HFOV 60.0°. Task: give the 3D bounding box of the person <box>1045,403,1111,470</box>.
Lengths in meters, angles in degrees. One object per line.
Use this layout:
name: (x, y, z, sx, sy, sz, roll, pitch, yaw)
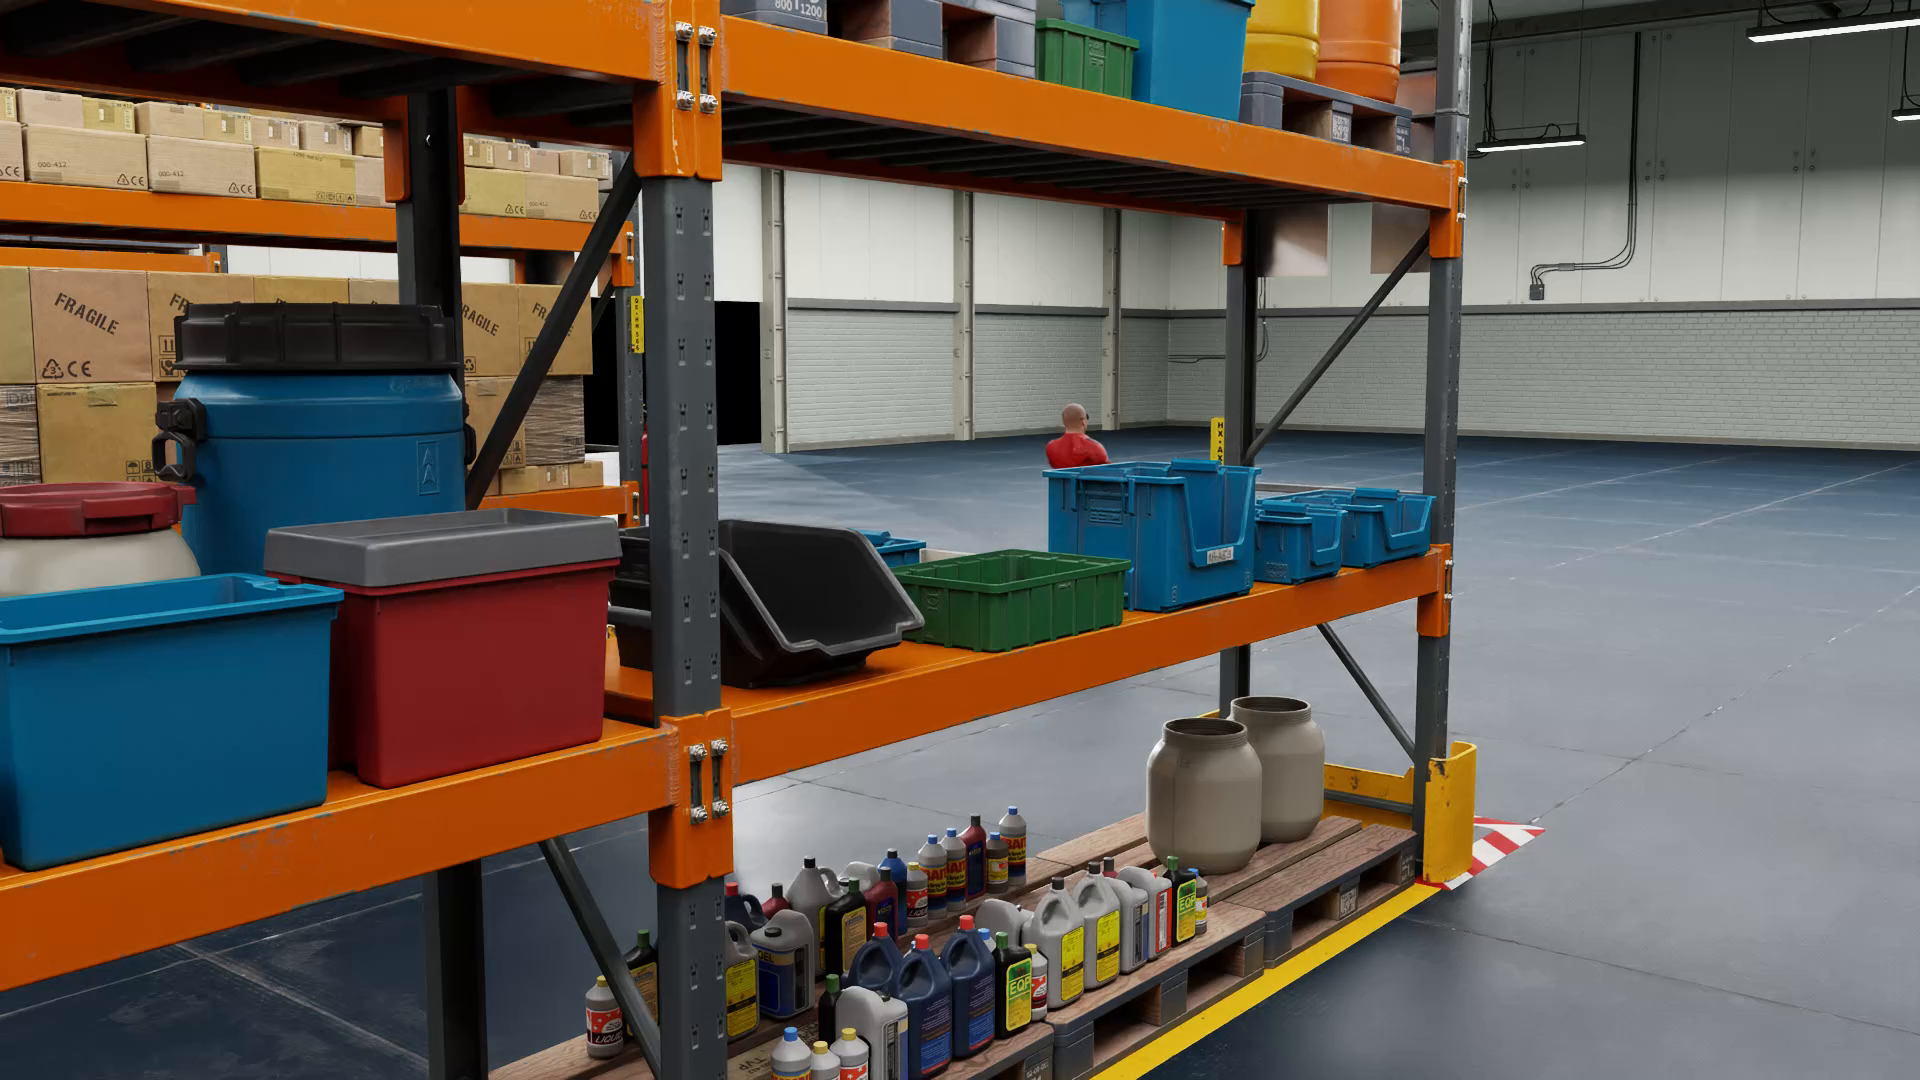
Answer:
person: (0.916, -0.131, 11.974, 0.493, 1.712, 0.530, 5, 8, 39)
